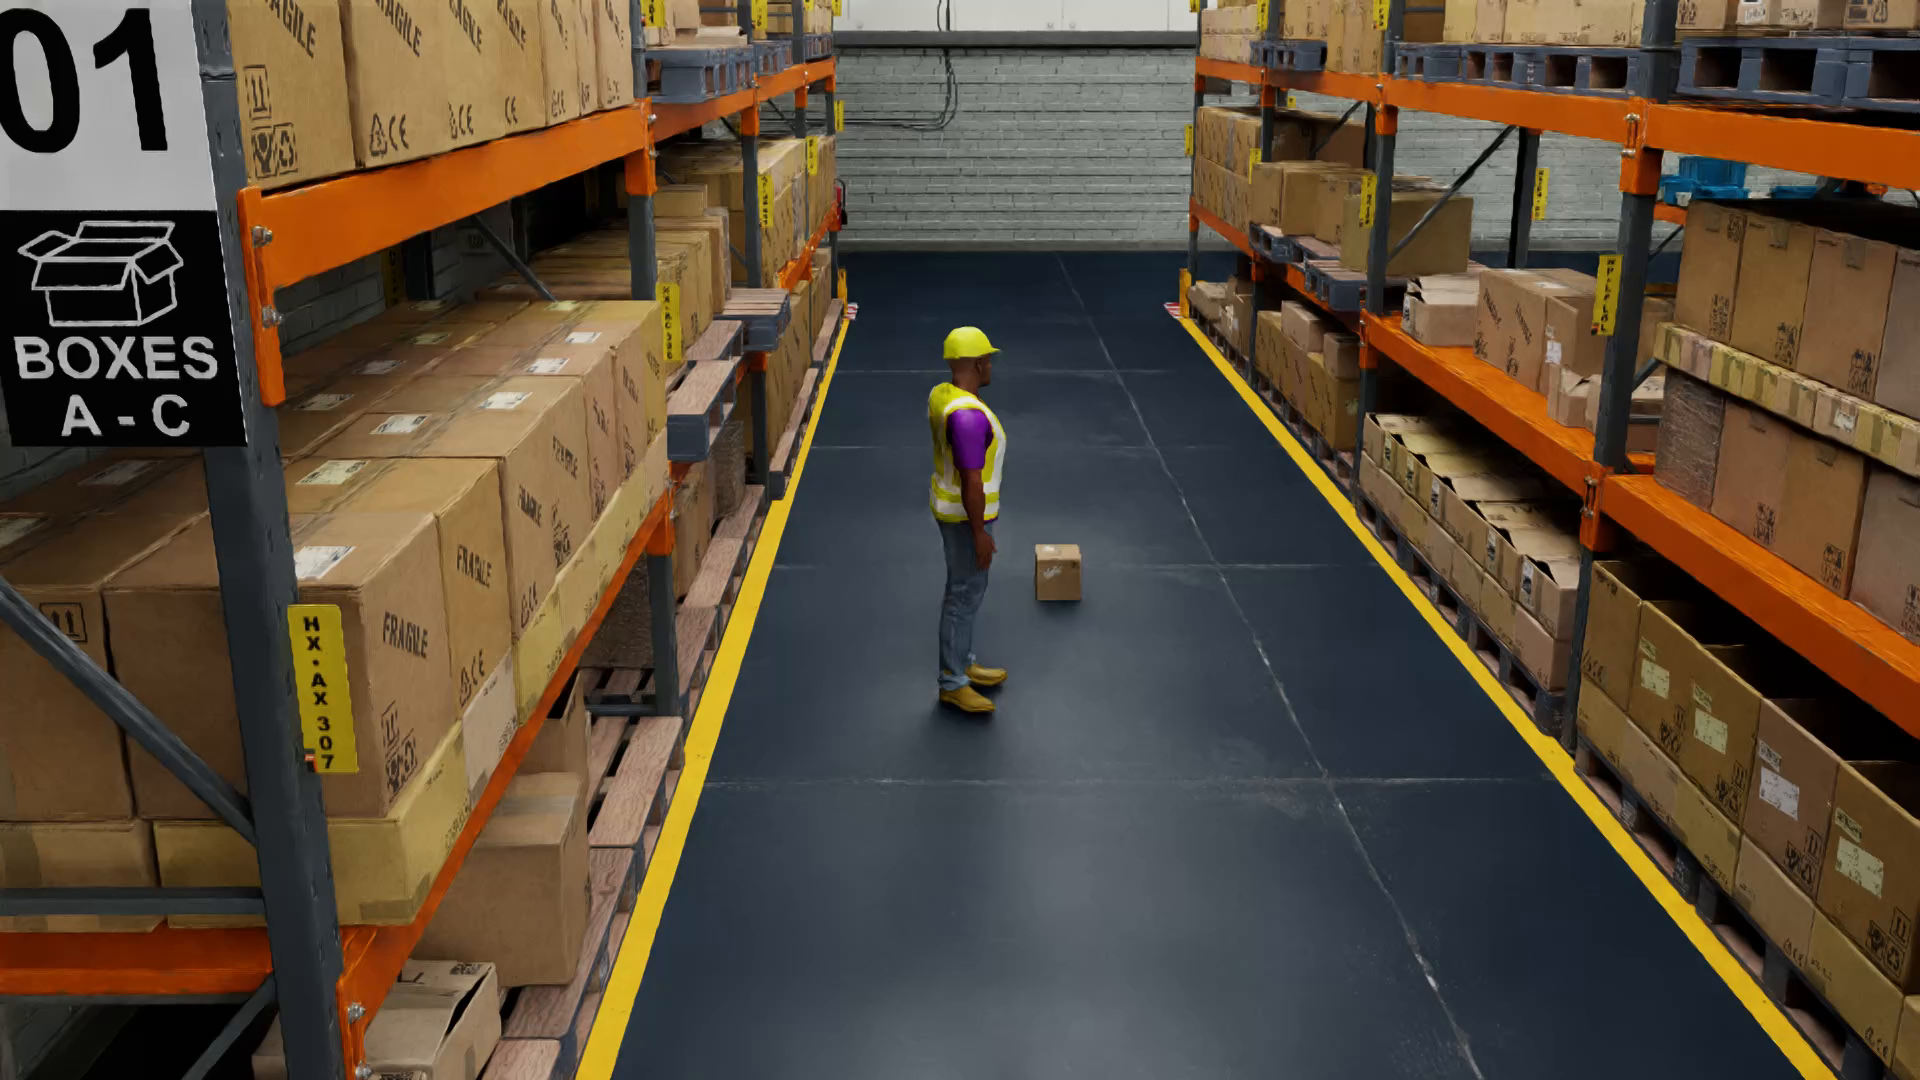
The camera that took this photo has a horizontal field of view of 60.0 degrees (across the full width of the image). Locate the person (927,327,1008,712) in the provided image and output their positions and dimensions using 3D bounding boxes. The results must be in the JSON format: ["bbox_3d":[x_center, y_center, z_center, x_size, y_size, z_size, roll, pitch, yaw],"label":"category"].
[{"bbox_3d":[0.052,-0.118,7.789,0.386,1.774,0.646,-2,17,-7],"label":"person"}]
